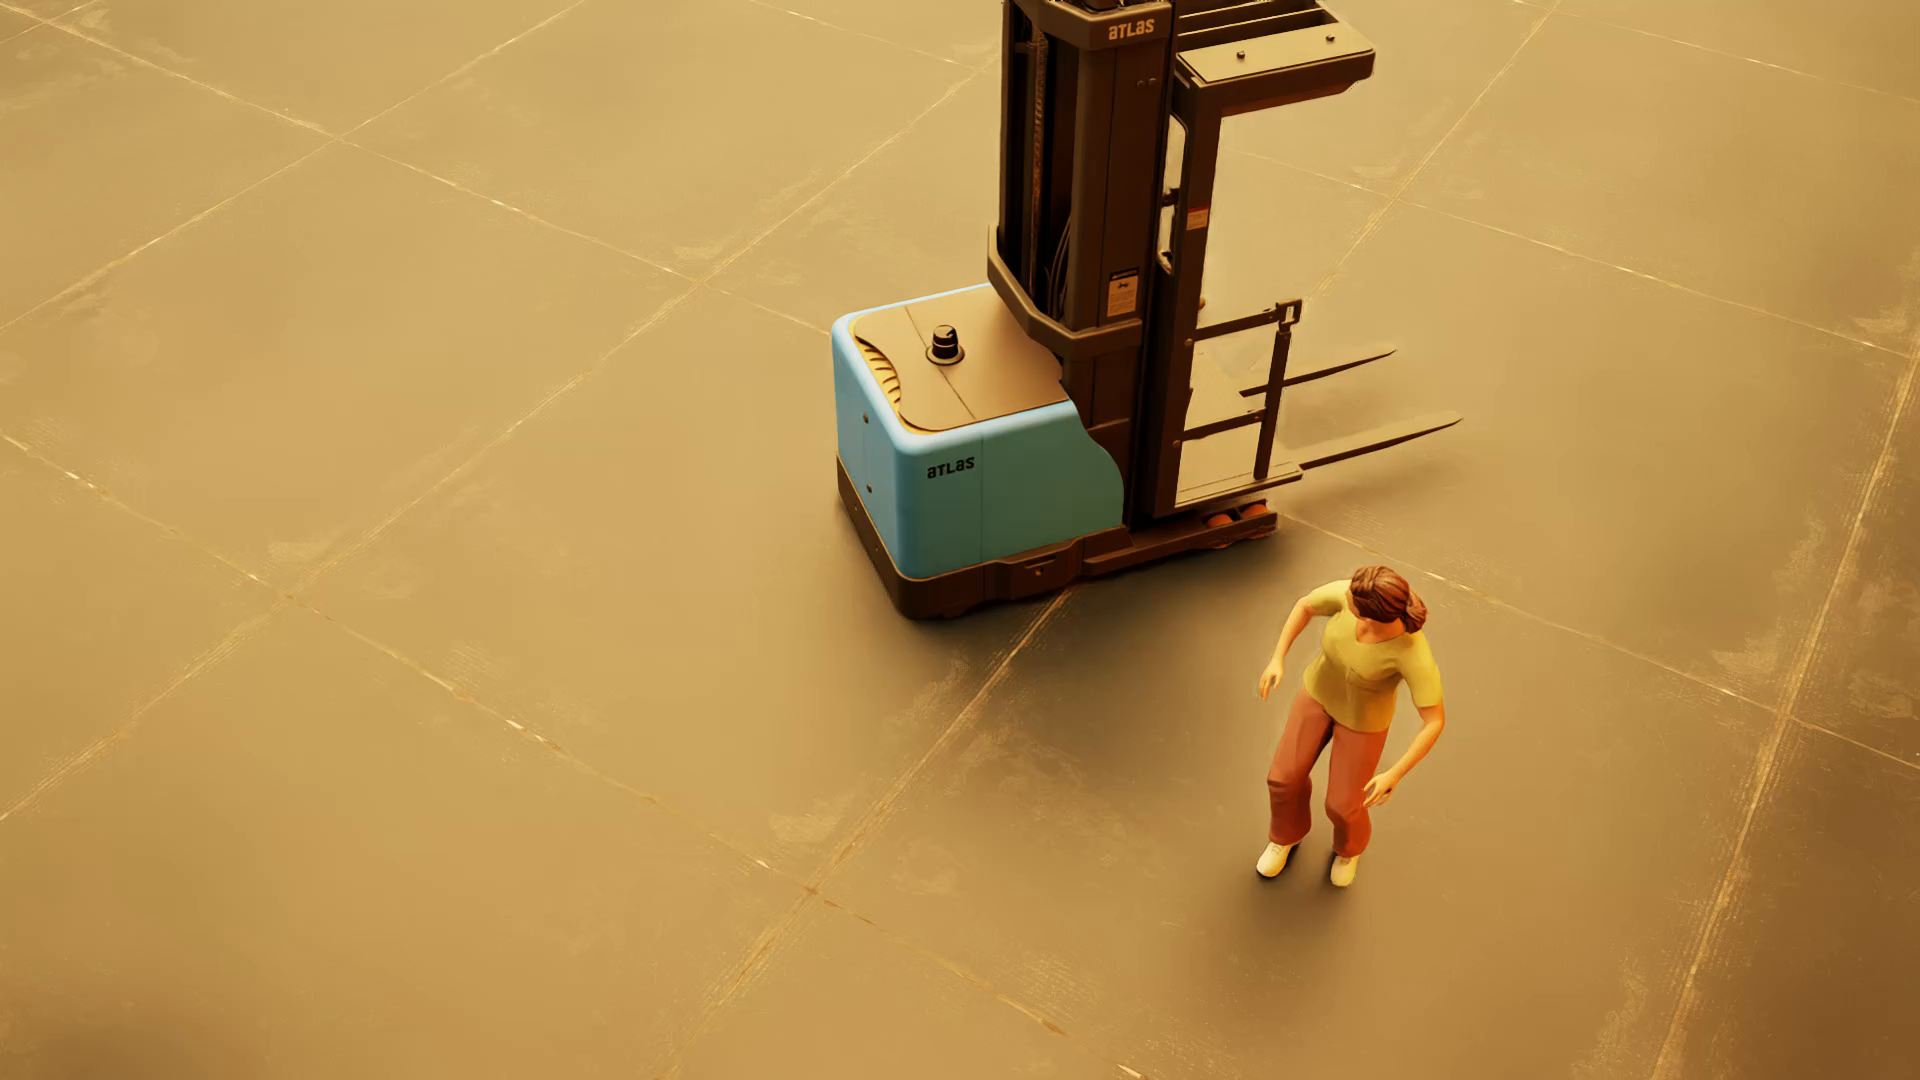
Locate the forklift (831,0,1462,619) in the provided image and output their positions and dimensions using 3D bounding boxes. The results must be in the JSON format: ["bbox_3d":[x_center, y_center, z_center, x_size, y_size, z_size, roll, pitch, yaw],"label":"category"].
[{"bbox_3d":[0.976,-1.347,7.269,3.031,2.935,1.130,-15,45,-15],"label":"forklift"}]

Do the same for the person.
[{"bbox_3d":[1.409,0.687,6.106,0.488,1.618,0.692,-34,53,-31],"label":"person"}]
